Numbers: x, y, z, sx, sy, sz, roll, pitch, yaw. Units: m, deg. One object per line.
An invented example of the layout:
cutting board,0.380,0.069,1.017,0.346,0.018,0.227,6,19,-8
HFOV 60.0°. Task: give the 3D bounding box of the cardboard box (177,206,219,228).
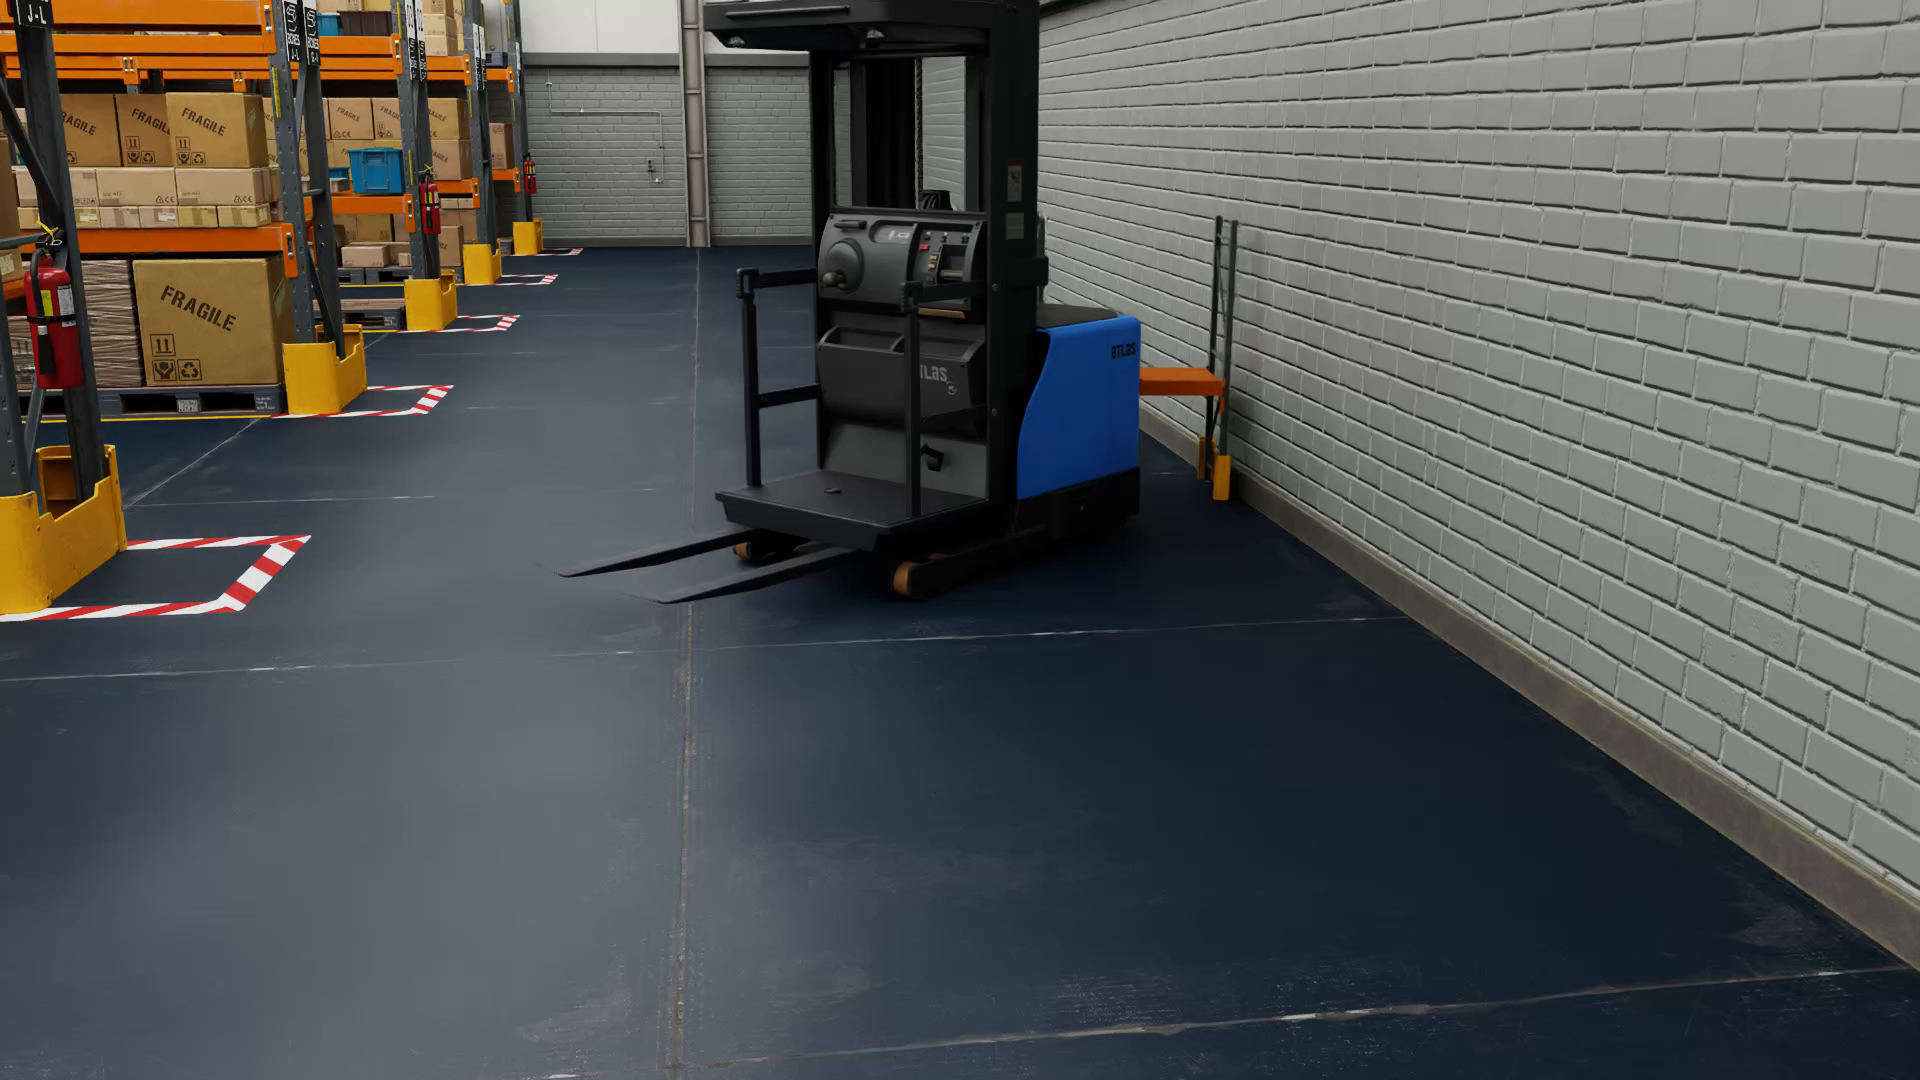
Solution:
cardboard box,-5.253,-2.258,11.577,0.250,0.149,0.380,-2,14,-8

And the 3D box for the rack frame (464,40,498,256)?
rack frame,-6.165,-4.865,21.455,0.127,3.000,1.000,-2,14,-8

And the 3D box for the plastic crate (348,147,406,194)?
plastic crate,-5.734,-3.663,16.464,0.499,0.435,0.616,-2,14,-8

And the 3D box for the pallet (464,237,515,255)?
pallet,-7.686,-4.656,26.354,1.213,0.211,1.003,-2,14,-8

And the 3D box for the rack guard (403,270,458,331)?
rack guard,-5.409,-2.465,17.023,0.348,0.500,1.175,-2,14,-8

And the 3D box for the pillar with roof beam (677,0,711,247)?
pillar with roof beam,-3.724,-8.237,22.566,0.400,9.000,9.100,-2,14,-8

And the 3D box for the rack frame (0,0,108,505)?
rack frame,-4.054,-1.285,7.181,0.127,3.000,1.000,-2,14,-8

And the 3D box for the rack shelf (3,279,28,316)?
rack shelf,-6.032,-0.864,6.979,4.000,0.370,1.077,-2,14,-8

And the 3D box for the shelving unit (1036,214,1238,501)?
shelving unit,0.934,-1.015,9.160,1.083,1.500,0.587,0,14,-2

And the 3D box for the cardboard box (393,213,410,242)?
cardboard box,-8.576,-4.962,26.115,0.500,0.500,0.700,-3,14,-10

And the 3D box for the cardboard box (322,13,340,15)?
cardboard box,-7.624,-6.374,20.587,0.500,0.250,0.500,-2,14,-8

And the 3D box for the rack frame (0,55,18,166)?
rack frame,-9.386,-3.528,16.125,0.127,3.000,1.000,-2,14,-8

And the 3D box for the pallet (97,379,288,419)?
pallet,-5.472,-1.082,12.101,1.213,0.211,1.003,-2,14,-8

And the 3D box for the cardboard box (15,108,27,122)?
cardboard box,-13.799,-6.307,24.804,0.500,0.250,0.500,-2,14,-9

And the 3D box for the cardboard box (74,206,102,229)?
cardboard box,-6.006,-2.231,11.467,0.250,0.149,0.380,-2,14,-10

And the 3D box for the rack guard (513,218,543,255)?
rack guard,-6.883,-4.845,26.513,0.348,0.500,1.175,-2,14,-8

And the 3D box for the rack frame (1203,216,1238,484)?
rack frame,1.433,-1.014,9.176,0.032,1.500,0.500,0,14,-2

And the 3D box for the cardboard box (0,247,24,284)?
cardboard box,-4.423,-1.231,7.479,0.250,0.149,0.380,-2,14,-9

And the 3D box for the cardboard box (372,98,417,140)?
cardboard box,-7.064,-5.298,20.919,0.500,0.500,0.500,-2,14,-7

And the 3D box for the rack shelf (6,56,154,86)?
rack shelf,-12.098,-5.754,20.310,4.000,0.370,1.077,-2,14,-8

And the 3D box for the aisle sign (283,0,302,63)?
aisle sign,-4.577,-3.673,11.359,0.004,0.787,0.394,-2,14,-8

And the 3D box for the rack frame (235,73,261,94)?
rack frame,-10.862,-5.912,25.627,0.127,3.000,1.000,-2,14,-8

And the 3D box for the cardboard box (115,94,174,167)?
cardboard box,-5.702,-2.947,11.961,0.500,0.500,0.500,-2,14,-10

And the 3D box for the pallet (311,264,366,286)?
pallet,-8.232,-3.437,21.494,1.213,0.211,1.003,-2,14,-8

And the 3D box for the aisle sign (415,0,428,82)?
aisle sign,-5.404,-5.008,16.682,0.004,0.787,0.394,-2,14,-8

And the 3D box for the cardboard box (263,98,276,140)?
cardboard box,-8.594,-5.240,20.690,0.500,0.500,0.500,-3,14,-10

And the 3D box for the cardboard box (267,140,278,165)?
cardboard box,-8.575,-4.758,20.824,0.500,0.500,0.500,-2,14,-9

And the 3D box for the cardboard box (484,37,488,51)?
cardboard box,-7.665,-7.723,25.925,0.500,0.250,0.500,-1,14,-5

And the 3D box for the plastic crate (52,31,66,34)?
plastic crate,-9.012,-4.969,16.137,0.662,0.188,0.450,-2,14,-8

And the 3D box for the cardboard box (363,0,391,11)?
cardboard box,-7.178,-6.833,20.875,0.500,0.500,0.700,-2,14,-8

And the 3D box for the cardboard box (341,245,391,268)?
cardboard box,-7.610,-3.639,21.312,0.500,0.250,0.500,-2,14,-8

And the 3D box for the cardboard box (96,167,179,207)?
cardboard box,-5.634,-2.454,11.537,0.500,0.250,0.500,-2,14,-9

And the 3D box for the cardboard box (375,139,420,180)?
cardboard box,-7.080,-4.812,21.038,0.500,0.500,0.500,-2,14,-8

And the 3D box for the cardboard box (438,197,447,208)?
cardboard box,-8.239,-5.338,26.282,0.250,0.149,0.380,-2,14,-8

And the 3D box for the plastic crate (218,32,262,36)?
plastic crate,-6.983,-5.109,16.389,0.767,0.338,0.504,-2,14,-8

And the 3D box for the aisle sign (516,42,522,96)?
aisle sign,-6.791,-7.248,25.612,0.004,0.787,0.394,-2,14,-8

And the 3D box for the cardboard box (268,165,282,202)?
cardboard box,-5.208,-2.601,12.124,0.500,0.250,0.500,-2,14,-10

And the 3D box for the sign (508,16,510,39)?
sign,-6.840,-7.771,25.220,0.005,0.325,0.100,-2,14,-8

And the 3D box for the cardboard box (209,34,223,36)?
cardboard box,-9.108,-6.078,20.431,0.500,0.250,0.500,-2,14,-8

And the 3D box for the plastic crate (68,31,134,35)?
plastic crate,-8.117,-4.899,15.693,0.590,0.269,0.497,-2,14,-8

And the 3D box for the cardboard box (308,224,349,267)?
cardboard box,-8.263,-3.792,21.403,0.637,0.503,0.797,-2,14,-8

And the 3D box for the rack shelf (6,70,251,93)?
rack shelf,-12.840,-6.945,25.061,4.000,0.370,1.077,-2,14,-8

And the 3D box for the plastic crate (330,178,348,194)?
plastic crate,-6.210,-3.502,16.436,0.243,0.136,0.396,-2,14,-8

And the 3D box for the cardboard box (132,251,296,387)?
cardboard box,-5.314,-1.613,11.991,0.875,0.875,0.875,-2,14,-8

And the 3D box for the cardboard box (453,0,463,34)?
cardboard box,-7.590,-7.962,25.337,0.500,0.500,0.500,-2,14,-8

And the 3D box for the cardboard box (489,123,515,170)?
cardboard box,-7.410,-6.181,26.085,0.700,0.700,0.980,-1,14,-6

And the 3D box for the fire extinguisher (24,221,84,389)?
fire extinguisher,-3.736,-0.965,6.829,0.183,0.674,0.296,-2,14,-8

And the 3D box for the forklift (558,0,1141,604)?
forklift,-0.412,-1.300,7.380,1.130,2.935,3.031,11,18,38

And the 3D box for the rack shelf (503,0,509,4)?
rack shelf,-8.884,-8.351,25.323,4.000,0.370,1.077,-2,14,-8

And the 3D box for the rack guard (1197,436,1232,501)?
rack guard,1.425,-0.407,9.326,0.087,0.250,0.587,0,14,-2

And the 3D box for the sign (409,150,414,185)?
sign,-5.333,-3.621,16.158,0.005,0.325,0.100,-2,14,-8

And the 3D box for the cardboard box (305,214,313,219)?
cardboard box,-10.107,-4.905,25.890,0.500,0.500,0.700,-2,14,-8
